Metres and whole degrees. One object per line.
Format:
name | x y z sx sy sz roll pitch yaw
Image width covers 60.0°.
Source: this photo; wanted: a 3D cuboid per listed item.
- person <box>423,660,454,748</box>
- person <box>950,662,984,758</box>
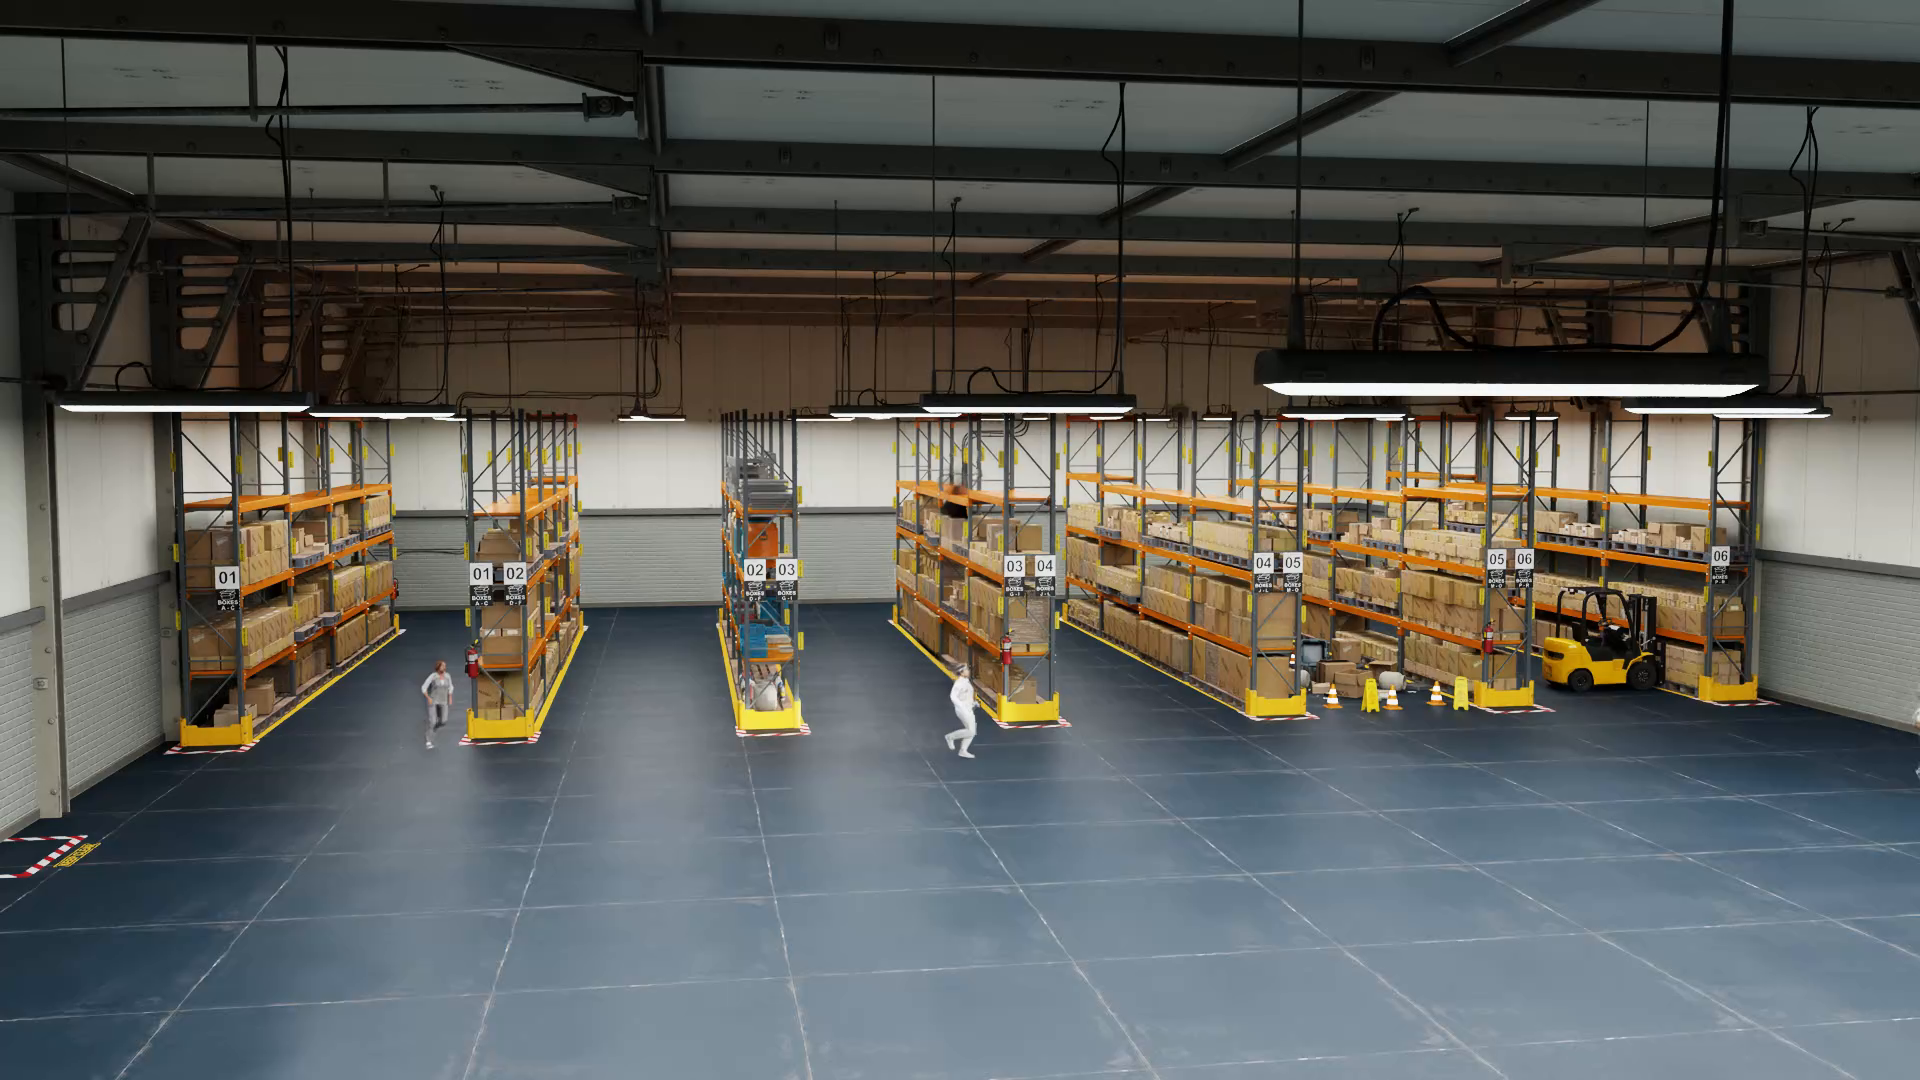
person | -9.195 2.901 29.447 0.602 1.543 0.463 -3 5 -39
person | 0.126 2.912 28.530 0.548 1.655 0.614 1 4 16
